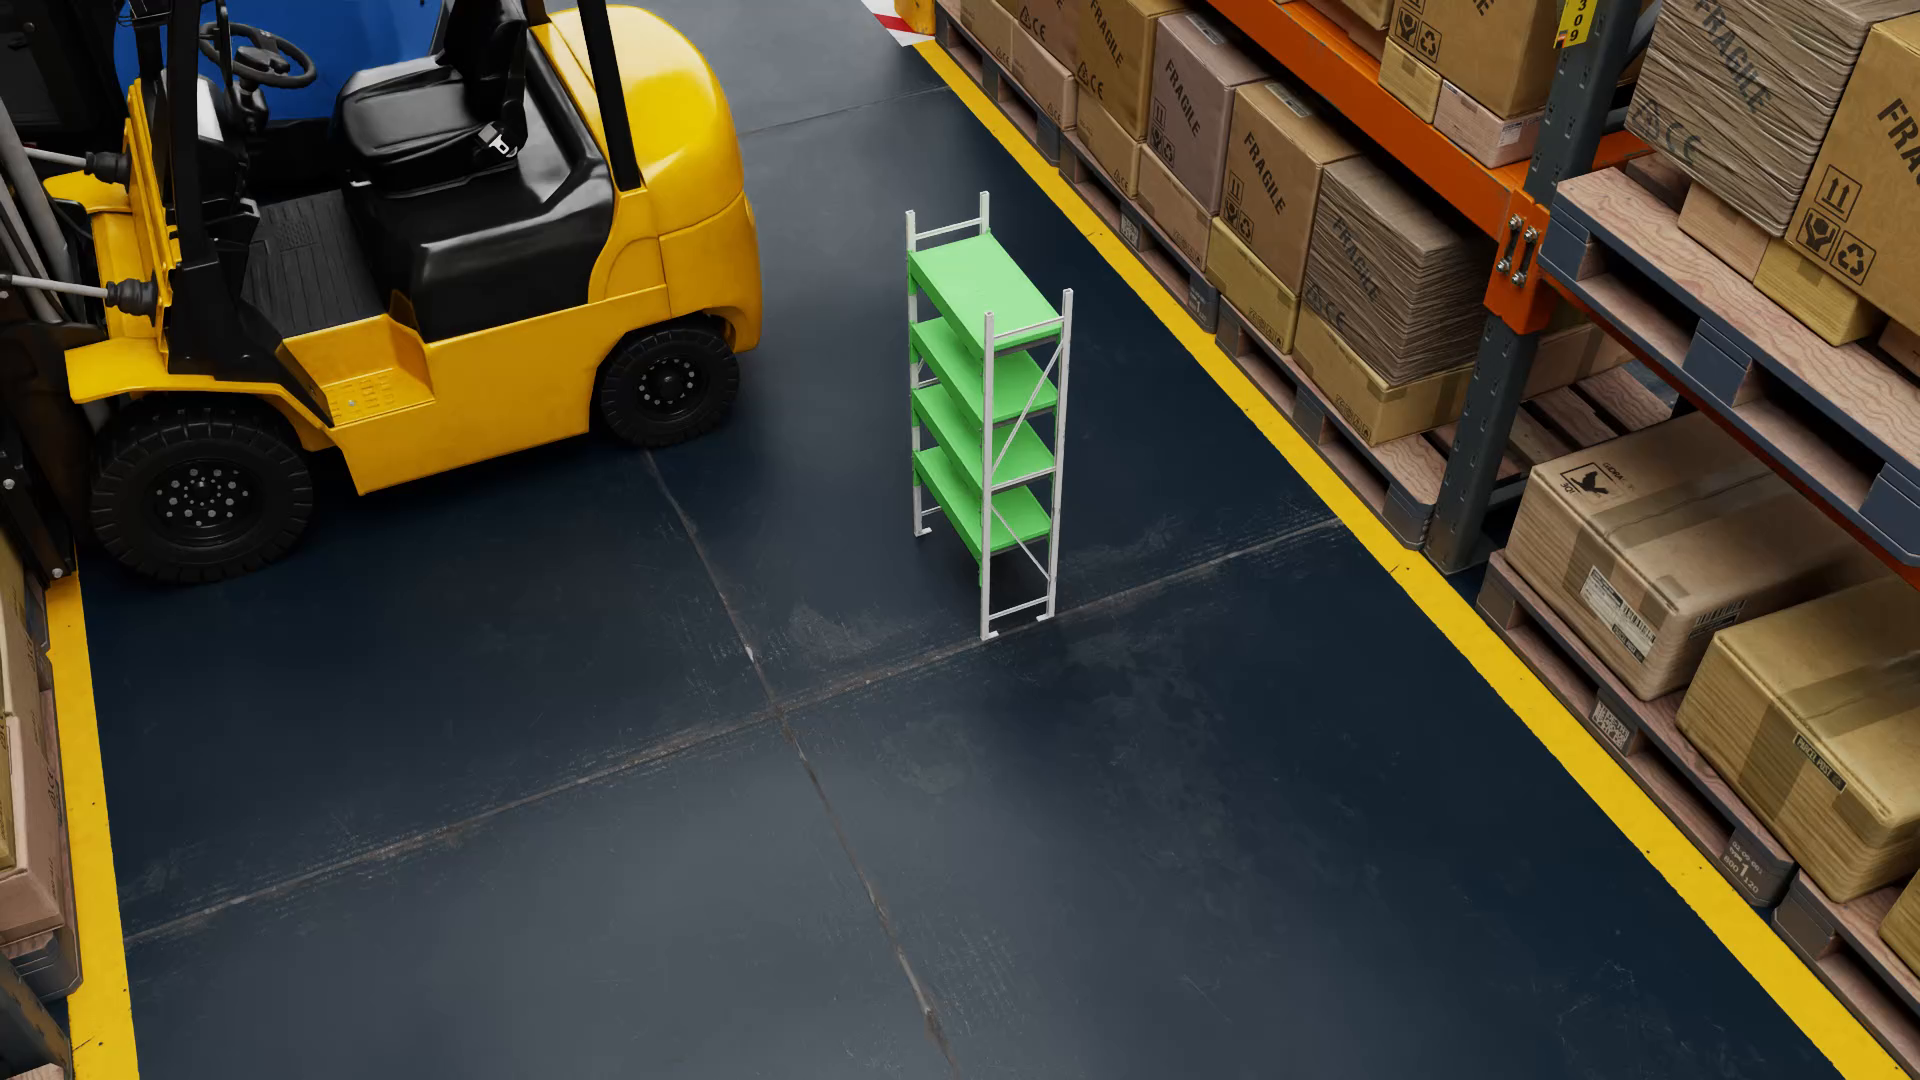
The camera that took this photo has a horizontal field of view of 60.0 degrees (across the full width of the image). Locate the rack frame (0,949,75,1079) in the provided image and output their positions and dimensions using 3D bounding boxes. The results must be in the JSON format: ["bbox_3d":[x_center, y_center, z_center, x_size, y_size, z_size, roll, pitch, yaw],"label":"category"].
[{"bbox_3d":[-2.577,0.332,2.778,1.000,3.000,0.127,-18,47,-17],"label":"rack frame"}]

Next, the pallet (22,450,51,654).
[{"bbox_3d":[-3.391,0.027,5.073,1.003,0.211,1.213,-18,47,-17],"label":"pallet"}]

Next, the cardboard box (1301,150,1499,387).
[{"bbox_3d":[1.433,-0.872,5.123,0.500,0.500,0.500,-19,48,-18],"label":"cardboard box"}]

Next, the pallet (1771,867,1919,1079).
[{"bbox_3d":[2.770,1.130,3.954,1.003,0.211,1.213,-18,47,-17],"label":"pallet"}]

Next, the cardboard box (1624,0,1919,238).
[{"bbox_3d":[1.862,-1.044,3.590,0.500,0.500,0.500,-17,47,-16],"label":"cardboard box"}]

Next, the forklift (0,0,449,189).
[{"bbox_3d":[-3.685,-2.746,5.946,3.031,2.935,1.130,-4,45,-4],"label":"forklift"}]

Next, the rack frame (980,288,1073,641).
[{"bbox_3d":[0.172,-0.166,4.564,0.240,1.200,0.015,-18,47,-17],"label":"rack frame"}]

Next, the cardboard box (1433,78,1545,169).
[{"bbox_3d":[1.513,-1.162,4.471,0.380,0.149,0.250,-18,48,-18],"label":"cardboard box"}]

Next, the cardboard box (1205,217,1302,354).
[{"bbox_3d":[1.199,-0.941,5.727,0.500,0.250,0.500,-19,48,-18],"label":"cardboard box"}]

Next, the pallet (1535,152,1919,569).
[{"bbox_3d":[2.114,-0.538,3.796,1.003,0.211,1.213,-18,47,-17],"label":"pallet"}]

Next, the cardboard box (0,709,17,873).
[{"bbox_3d":[-2.501,0.584,3.826,0.500,0.250,0.500,-18,47,-18],"label":"cardboard box"}]

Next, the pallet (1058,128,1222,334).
[{"bbox_3d":[1.093,-1.340,6.458,1.003,0.211,1.213,-18,47,-17],"label":"pallet"}]

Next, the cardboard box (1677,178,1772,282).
[{"bbox_3d":[1.871,-0.751,3.755,0.380,0.149,0.250,-17,47,-17],"label":"cardboard box"}]

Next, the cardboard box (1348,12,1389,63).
[{"bbox_3d":[1.363,-1.508,4.822,0.380,0.149,0.250,-18,47,-17],"label":"cardboard box"}]

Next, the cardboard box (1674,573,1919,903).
[{"bbox_3d":[2.453,0.440,4.240,0.950,0.372,0.625,-15,47,-15],"label":"cardboard box"}]

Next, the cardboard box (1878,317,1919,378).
[{"bbox_3d":[2.156,-0.431,3.431,0.380,0.149,0.250,-15,47,-15],"label":"cardboard box"}]

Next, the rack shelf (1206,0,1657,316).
[{"bbox_3d":[1.084,-2.155,5.810,1.077,0.370,4.000,-18,47,-17],"label":"rack shelf"}]

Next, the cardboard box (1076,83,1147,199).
[{"bbox_3d":[0.780,-1.589,6.383,0.500,0.250,0.500,-15,47,-15],"label":"cardboard box"}]

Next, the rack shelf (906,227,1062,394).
[{"bbox_3d":[0.070,-0.618,4.429,0.258,0.148,0.480,-18,47,-17],"label":"rack shelf"}]

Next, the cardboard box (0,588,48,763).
[{"bbox_3d":[-2.708,0.436,4.331,0.500,0.250,0.500,-19,48,-18],"label":"cardboard box"}]

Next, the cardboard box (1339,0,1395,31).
[{"bbox_3d":[1.290,-1.814,4.669,0.500,0.500,0.500,-17,47,-16],"label":"cardboard box"}]

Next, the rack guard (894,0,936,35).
[{"bbox_3d":[0.275,-2.747,7.678,1.175,0.500,0.348,-18,47,-17],"label":"rack guard"}]

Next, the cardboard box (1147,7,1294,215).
[{"bbox_3d":[1.001,-1.520,5.780,0.500,0.500,0.500,-16,47,-15],"label":"cardboard box"}]

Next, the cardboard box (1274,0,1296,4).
[{"bbox_3d":[1.083,-1.808,5.126,0.380,0.149,0.250,-19,48,-18],"label":"cardboard box"}]

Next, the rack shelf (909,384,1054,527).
[{"bbox_3d":[0.070,-0.276,4.767,0.258,0.148,0.480,-18,47,-17],"label":"rack shelf"}]

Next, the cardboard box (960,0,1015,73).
[{"bbox_3d":[0.331,-2.261,7.064,0.500,0.250,0.500,-18,48,-18],"label":"cardboard box"}]

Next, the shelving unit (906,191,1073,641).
[{"bbox_3d":[0.070,-0.322,4.722,0.258,1.200,0.503,-18,47,-17],"label":"shelving unit"}]

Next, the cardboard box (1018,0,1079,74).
[{"bbox_3d":[0.565,-2.181,6.449,0.500,0.500,0.500,-20,48,-19],"label":"cardboard box"}]

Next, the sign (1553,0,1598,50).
[{"bbox_3d":[1.436,-1.279,3.795,0.100,0.325,0.005,-18,47,-17],"label":"sign"}]

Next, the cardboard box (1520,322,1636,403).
[{"bbox_3d":[1.922,-0.763,5.546,0.500,0.250,0.500,-20,48,-19],"label":"cardboard box"}]
